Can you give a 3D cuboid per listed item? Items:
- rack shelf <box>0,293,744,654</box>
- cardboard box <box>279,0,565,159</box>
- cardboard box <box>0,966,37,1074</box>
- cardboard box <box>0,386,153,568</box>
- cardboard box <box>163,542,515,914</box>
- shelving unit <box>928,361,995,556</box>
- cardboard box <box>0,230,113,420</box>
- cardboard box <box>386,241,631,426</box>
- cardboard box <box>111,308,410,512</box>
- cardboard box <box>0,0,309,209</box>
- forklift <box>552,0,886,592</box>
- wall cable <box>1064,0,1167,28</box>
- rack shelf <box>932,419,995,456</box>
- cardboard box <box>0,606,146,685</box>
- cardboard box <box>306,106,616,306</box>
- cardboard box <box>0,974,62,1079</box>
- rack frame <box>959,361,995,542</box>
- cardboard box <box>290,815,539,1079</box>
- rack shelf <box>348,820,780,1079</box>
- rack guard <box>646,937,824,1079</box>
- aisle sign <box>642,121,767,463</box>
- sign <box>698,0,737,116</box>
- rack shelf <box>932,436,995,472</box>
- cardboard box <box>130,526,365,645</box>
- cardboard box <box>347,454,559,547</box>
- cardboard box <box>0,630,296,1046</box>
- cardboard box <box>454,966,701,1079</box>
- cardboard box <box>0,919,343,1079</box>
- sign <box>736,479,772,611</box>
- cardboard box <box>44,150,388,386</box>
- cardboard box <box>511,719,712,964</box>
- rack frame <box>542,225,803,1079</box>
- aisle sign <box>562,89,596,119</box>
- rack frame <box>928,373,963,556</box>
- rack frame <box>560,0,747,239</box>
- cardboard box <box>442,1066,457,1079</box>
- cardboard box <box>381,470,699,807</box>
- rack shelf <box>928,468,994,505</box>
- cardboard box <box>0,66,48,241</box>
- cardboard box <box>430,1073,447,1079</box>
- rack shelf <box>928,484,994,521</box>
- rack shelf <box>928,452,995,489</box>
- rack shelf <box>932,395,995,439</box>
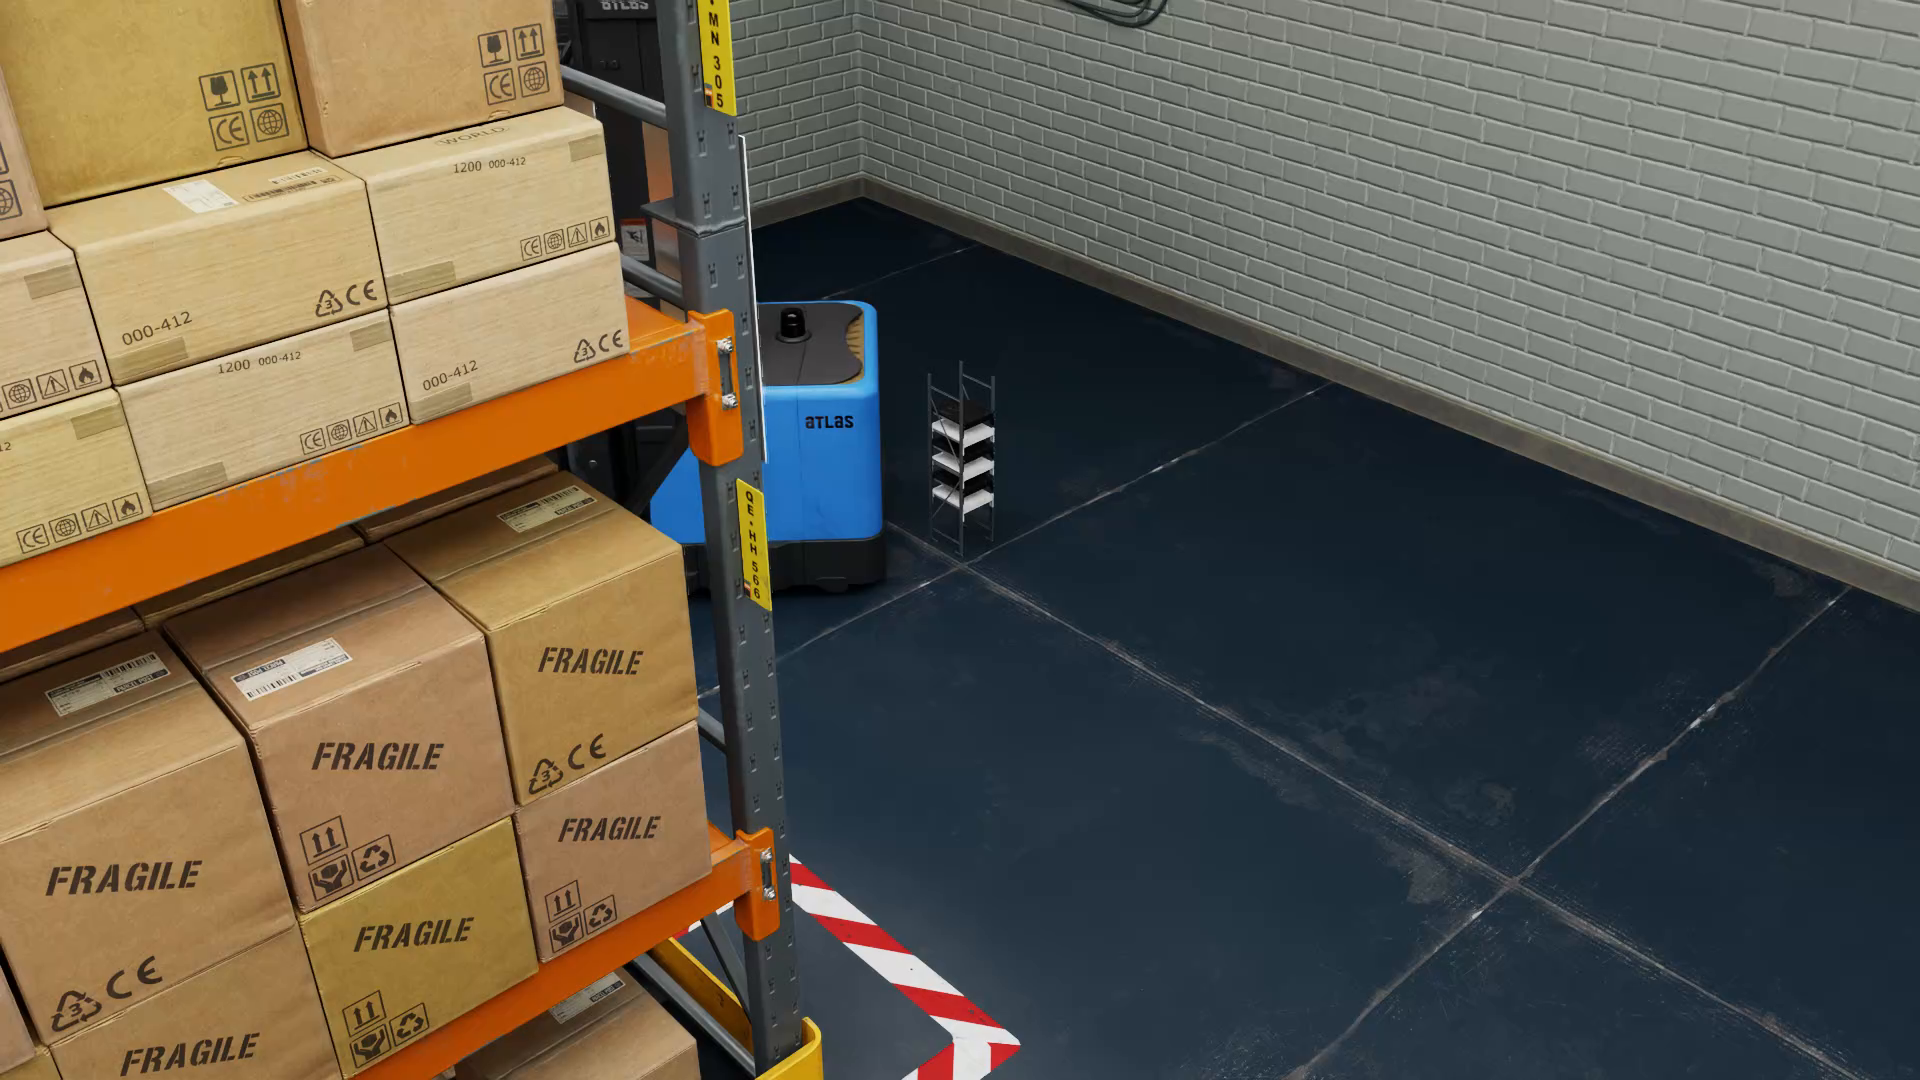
[{"bbox_3d":[-2.317,0.160,2.927,4.000,0.370,1.077,-26,40,-35],"label":"rack shelf"},{"bbox_3d":[-1.216,-1.137,3.304,0.500,0.500,0.700,-26,40,-35],"label":"cardboard box"},{"bbox_3d":[-2.113,0.765,3.070,0.500,0.500,0.500,-24,39,-34],"label":"cardboard box"},{"bbox_3d":[-1.779,-0.154,2.894,0.500,0.250,0.500,-26,40,-35],"label":"cardboard box"},{"bbox_3d":[-1.359,0.397,3.671,0.500,0.500,0.500,-25,39,-34],"label":"cardboard box"},{"bbox_3d":[0.006,-0.387,8.020,0.210,0.900,0.258,-26,40,-35],"label":"shelving unit"},{"bbox_3d":[-1.789,-0.372,2.773,0.500,0.250,0.500,-26,40,-35],"label":"cardboard box"},{"bbox_3d":[-1.047,-0.509,3.476,0.500,0.250,0.500,-26,40,-35],"label":"cardboard box"},{"bbox_3d":[-1.422,-0.336,3.192,0.500,0.250,0.500,-26,40,-35],"label":"cardboard box"},{"bbox_3d":[-1.640,-0.992,3.067,0.500,0.500,0.700,-26,40,-35],"label":"cardboard box"},{"bbox_3d":[-1.883,-1.220,7.436,3.031,2.935,1.130,-2,31,-2],"label":"forklift"},{"bbox_3d":[0.169,-4.574,10.081,0.112,2.526,3.097,-26,40,-35],"label":"wall cable"},{"bbox_3d":[0.006,-0.512,7.943,0.200,0.077,0.258,-26,40,-35],"label":"rack shelf"},{"bbox_3d":[-2.103,0.375,3.707,0.500,0.500,0.500,-25,39,-35],"label":"cardboard box"},{"bbox_3d":[-1.053,-0.726,3.351,0.500,0.250,0.500,-26,40,-35],"label":"cardboard box"},{"bbox_3d":[-2.111,1.183,3.344,0.500,0.500,0.500,-26,40,-36],"label":"cardboard box"},{"bbox_3d":[0.081,-0.423,8.079,0.006,0.900,0.240,-26,40,-35],"label":"rack frame"},{"bbox_3d":[-1.371,0.829,3.923,0.500,0.500,0.500,-25,40,-35],"label":"cardboard box"},{"bbox_3d":[-2.317,1.440,3.709,4.000,0.370,1.077,-26,40,-35],"label":"rack shelf"},{"bbox_3d":[-0.906,1.517,5.290,0.348,0.500,1.175,-26,40,-35],"label":"rack guard"},{"bbox_3d":[-0.592,-0.593,3.852,0.004,0.787,0.394,-26,40,-35],"label":"aisle sign"},{"bbox_3d":[-0.487,-1.014,3.310,0.005,0.325,0.100,-26,40,-35],"label":"sign"},{"bbox_3d":[0.006,-0.435,7.990,0.200,0.077,0.258,-26,40,-35],"label":"rack shelf"},{"bbox_3d":[-1.733,0.199,3.995,0.500,0.500,0.500,-25,40,-35],"label":"cardboard box"},{"bbox_3d":[-1.355,0.011,4.303,0.500,0.500,0.500,-24,39,-34],"label":"cardboard box"},{"bbox_3d":[-1.736,0.583,3.368,0.500,0.500,0.500,-25,39,-34],"label":"cardboard box"},{"bbox_3d":[-1.081,1.589,4.750,0.500,0.500,0.500,-26,40,-35],"label":"cardboard box"},{"bbox_3d":[-1.741,1.004,3.637,0.500,0.500,0.500,-25,40,-35],"label":"cardboard box"},{"bbox_3d":[-0.487,0.014,3.939,0.005,0.325,0.100,-26,40,-35],"label":"sign"},{"bbox_3d":[-1.420,-0.548,3.060,0.500,0.250,0.500,-26,40,-35],"label":"cardboard box"},{"bbox_3d":[-0.993,0.644,4.226,0.500,0.500,0.500,-24,39,-34],"label":"cardboard box"},{"bbox_3d":[-0.850,0.424,4.682,0.127,3.000,1.000,-26,40,-35],"label":"rack frame"},{"bbox_3d":[-1.000,-0.822,4.227,0.004,0.787,0.394,-26,40,-35],"label":"aisle sign"},{"bbox_3d":[-0.069,-0.351,7.961,0.006,0.900,0.240,-26,40,-35],"label":"rack frame"},{"bbox_3d":[-0.850,-2.136,3.117,0.127,3.000,1.000,-26,40,-35],"label":"rack frame"},{"bbox_3d":[-1.574,1.550,5.133,0.250,0.166,0.380,-26,40,-35],"label":"cardboard box"},{"bbox_3d":[-0.989,0.217,3.965,0.500,0.500,0.500,-26,40,-36],"label":"cardboard box"},{"bbox_3d":[0.006,-0.282,8.084,0.200,0.077,0.258,-26,40,-35],"label":"rack shelf"},{"bbox_3d":[-1.934,-0.774,2.710,0.500,0.500,0.700,-26,40,-35],"label":"cardboard box"},{"bbox_3d":[-1.808,1.671,4.857,0.500,0.250,0.500,-26,40,-35],"label":"cardboard box"},{"bbox_3d":[0.006,-0.205,8.131,0.200,0.077,0.258,-26,40,-35],"label":"rack shelf"},{"bbox_3d":[0.006,-0.358,8.037,0.200,0.077,0.258,-26,40,-35],"label":"rack shelf"},{"bbox_3d":[0.006,-0.589,7.896,0.200,0.077,0.258,-26,40,-35],"label":"rack shelf"}]
